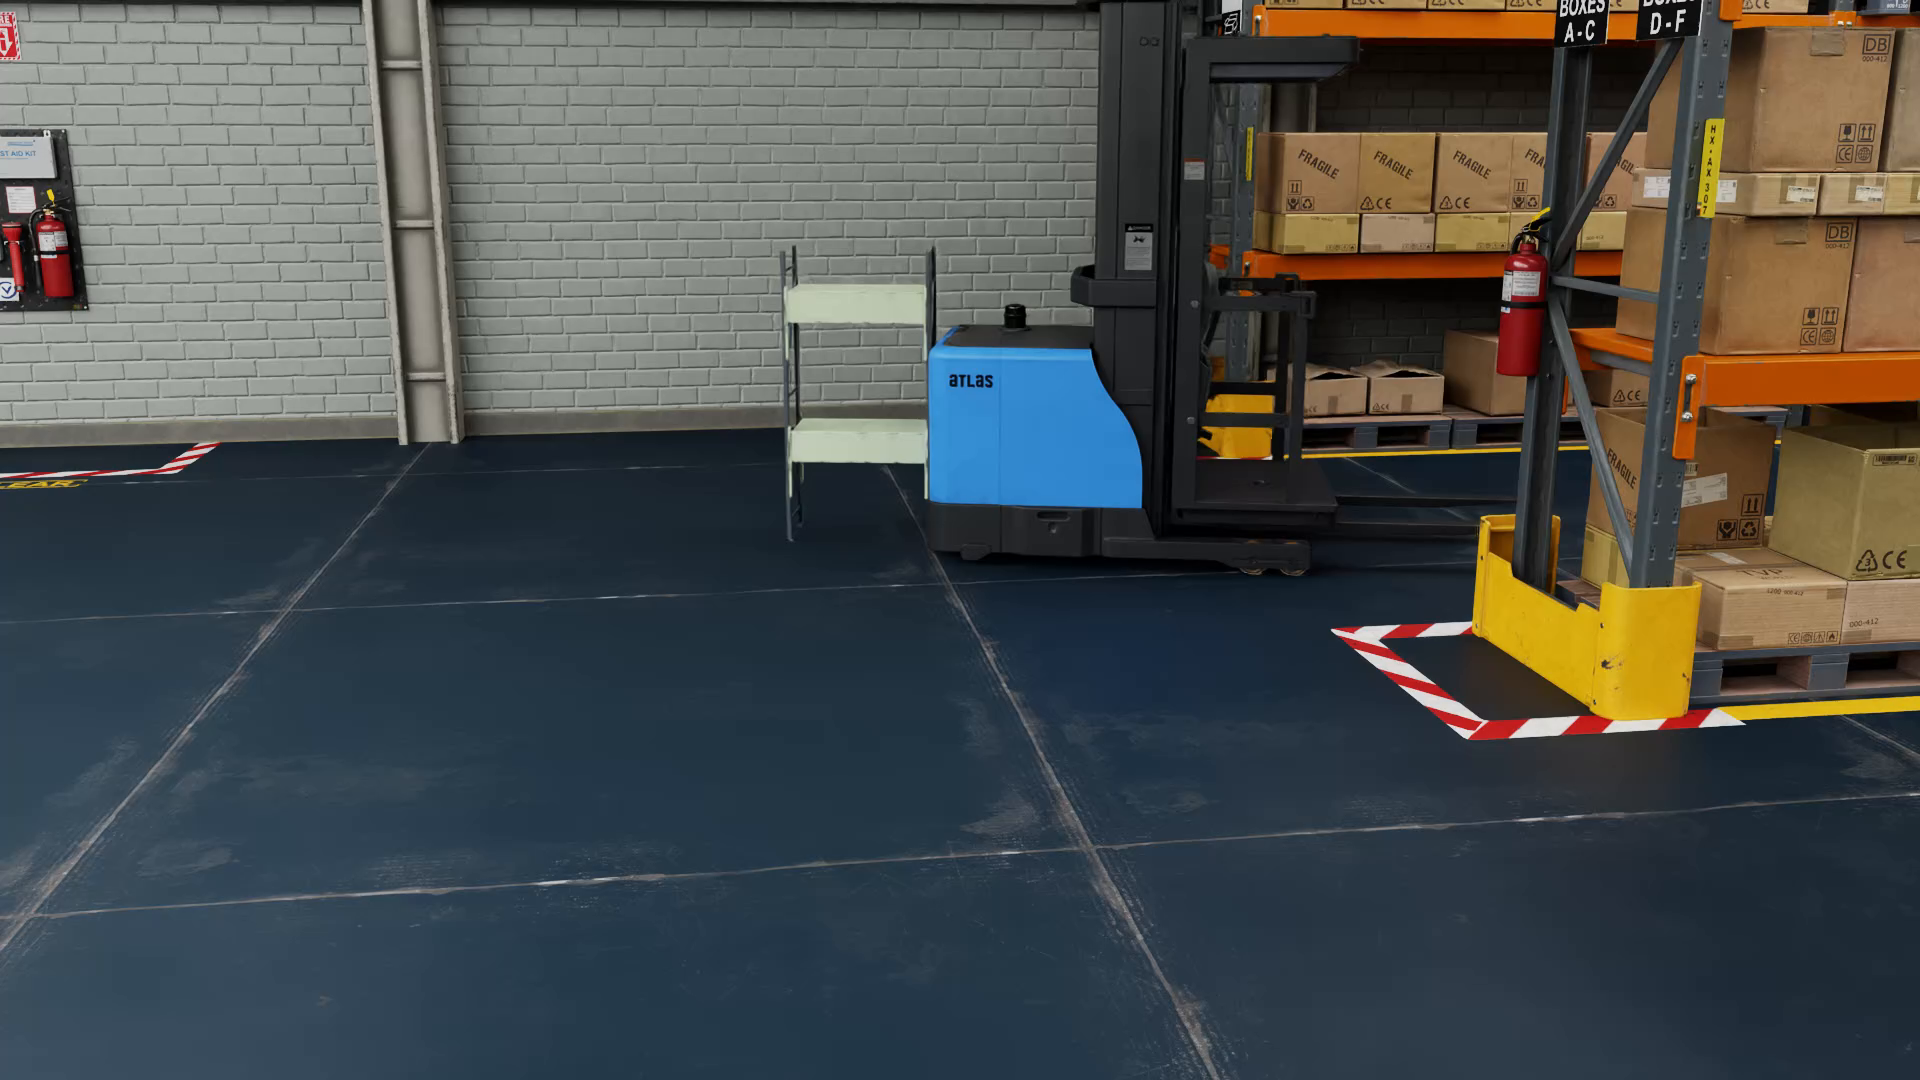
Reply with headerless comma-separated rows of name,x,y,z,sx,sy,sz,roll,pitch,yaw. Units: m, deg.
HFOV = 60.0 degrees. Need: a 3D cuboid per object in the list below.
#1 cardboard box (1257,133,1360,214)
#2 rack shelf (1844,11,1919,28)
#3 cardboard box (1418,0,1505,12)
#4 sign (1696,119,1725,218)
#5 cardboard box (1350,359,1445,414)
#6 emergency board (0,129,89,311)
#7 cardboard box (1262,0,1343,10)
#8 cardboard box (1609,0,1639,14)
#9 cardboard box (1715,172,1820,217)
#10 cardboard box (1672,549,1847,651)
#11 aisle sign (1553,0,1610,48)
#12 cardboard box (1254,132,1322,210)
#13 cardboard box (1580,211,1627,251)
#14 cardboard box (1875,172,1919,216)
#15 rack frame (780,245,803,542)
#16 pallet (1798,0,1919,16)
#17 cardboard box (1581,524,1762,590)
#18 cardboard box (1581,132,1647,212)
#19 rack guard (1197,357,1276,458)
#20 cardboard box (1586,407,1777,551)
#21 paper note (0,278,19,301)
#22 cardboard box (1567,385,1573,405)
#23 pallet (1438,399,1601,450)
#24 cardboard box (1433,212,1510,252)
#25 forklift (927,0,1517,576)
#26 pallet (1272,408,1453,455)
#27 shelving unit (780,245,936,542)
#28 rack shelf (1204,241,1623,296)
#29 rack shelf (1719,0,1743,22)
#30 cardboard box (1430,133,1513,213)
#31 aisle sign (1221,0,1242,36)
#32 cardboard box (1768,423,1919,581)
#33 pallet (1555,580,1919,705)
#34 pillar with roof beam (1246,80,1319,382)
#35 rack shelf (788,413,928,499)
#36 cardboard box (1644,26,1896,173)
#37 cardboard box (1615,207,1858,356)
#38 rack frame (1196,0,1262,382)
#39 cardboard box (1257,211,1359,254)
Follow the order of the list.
cardboard box,2.248,-2.376,10.754,0.500,0.500,0.500,-2,14,-8
rack shelf,7.664,-3.453,11.638,4.000,0.370,1.077,-2,14,-8
cardboard box,3.148,-3.626,10.600,0.500,0.500,0.500,-1,14,-6
sign,2.549,-1.263,5.650,0.005,0.325,0.100,-2,14,-8
cardboard box,2.992,-1.063,11.418,0.500,0.311,0.500,-1,14,-4
emergency board,-6.088,-2.066,10.792,0.643,1.169,0.194,-2,14,-8
cardboard box,2.099,-3.595,10.478,0.500,0.500,0.500,-2,14,-7
cardboard box,4.179,-3.666,10.760,0.500,0.500,0.500,-3,14,-11
cardboard box,2.892,-1.264,6.057,0.250,0.149,0.380,-2,14,-9
cardboard box,3.036,0.226,6.445,0.500,0.250,0.500,-2,14,-8
aisle sign,2.364,-2.268,6.254,0.004,0.787,0.394,-2,14,-8
cardboard box,2.165,-2.499,11.245,0.500,0.500,0.500,-2,14,-9
cardboard box,4.274,-2.084,11.132,0.500,0.250,0.500,-2,14,-9
cardboard box,3.400,-1.283,6.132,0.250,0.149,0.380,-2,14,-8
rack frame,-0.878,-0.768,8.701,0.023,1.500,0.400,1,14,3
pallet,6.312,-3.636,11.272,1.003,0.211,1.213,-2,14,-8
cardboard box,2.959,0.101,6.942,0.500,0.250,0.500,-2,14,-8
cardboard box,4.272,-2.449,11.046,0.500,0.500,0.500,-3,14,-10
rack guard,1.806,-0.920,11.364,0.348,0.500,1.175,-2,14,-8
cardboard box,2.958,-0.263,6.853,0.500,0.500,0.500,-2,14,-8
paper note,-6.274,-1.649,10.940,0.142,0.148,0.016,-2,14,-8
cardboard box,4.101,-1.052,11.708,0.250,0.149,0.380,-3,14,-13
pallet,3.818,-0.845,11.655,1.213,0.211,1.003,-2,14,-8
cardboard box,3.276,-2.048,10.987,0.500,0.250,0.500,-2,14,-9
forklift,1.388,-1.384,8.214,3.031,2.935,1.130,2,14,6
pallet,2.614,-0.801,11.482,1.213,0.211,1.003,-2,14,-8
shelving unit,-0.513,-0.763,8.679,0.755,1.500,0.431,1,14,3
rack shelf,3.708,-1.854,11.425,4.000,0.370,1.077,-2,14,-8
rack shelf,4.450,-2.117,6.309,4.000,0.370,1.077,-2,14,-8
cardboard box,3.250,-2.408,10.884,0.500,0.500,0.500,-3,14,-10
aisle sign,1.704,-3.316,10.434,0.004,0.787,0.394,-2,14,-8
cardboard box,3.530,-0.157,6.428,0.500,0.500,0.500,-2,14,-8
pallet,3.222,0.376,6.788,1.213,0.211,1.003,-2,14,-8
pillar with roof beam,2.935,-4.238,7.121,0.400,9.000,9.100,-2,14,-8
rack shelf,-0.513,-0.446,8.759,0.720,0.370,0.431,1,14,3
cardboard box,2.988,-1.632,6.191,0.500,0.500,0.700,-2,14,-8
cardboard box,2.936,-1.001,6.341,0.500,0.500,0.700,-2,14,-8
rack frame,1.731,-2.130,11.049,0.127,3.000,1.000,-2,14,-8
cardboard box,2.261,-2.008,10.830,0.500,0.250,0.500,-3,14,-10
